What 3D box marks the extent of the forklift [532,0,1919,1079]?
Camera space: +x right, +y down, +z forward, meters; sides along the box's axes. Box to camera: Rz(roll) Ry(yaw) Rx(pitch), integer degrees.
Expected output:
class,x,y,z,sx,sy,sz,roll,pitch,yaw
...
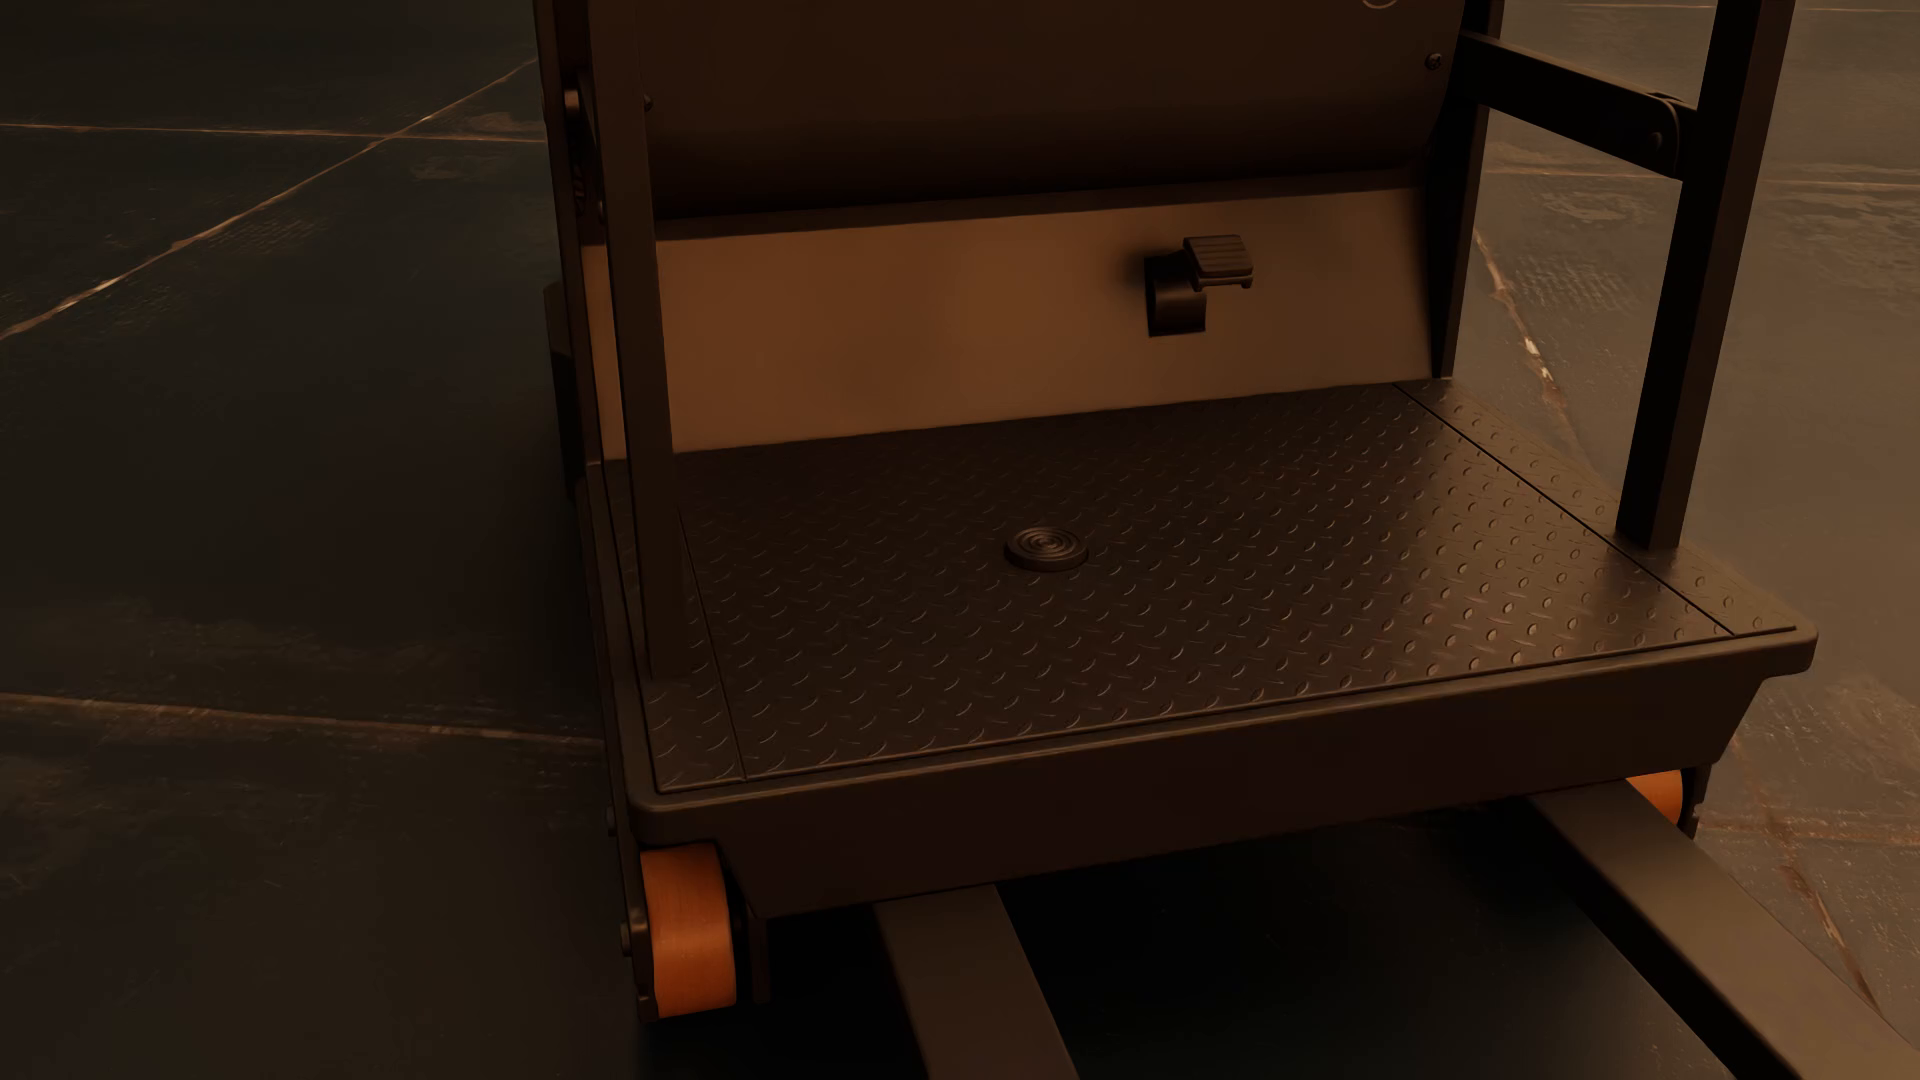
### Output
class,x,y,z,sx,sy,sz,roll,pitch,yaw
forklift,0.153,-1.049,1.319,1.130,2.935,3.031,-7,27,-13
